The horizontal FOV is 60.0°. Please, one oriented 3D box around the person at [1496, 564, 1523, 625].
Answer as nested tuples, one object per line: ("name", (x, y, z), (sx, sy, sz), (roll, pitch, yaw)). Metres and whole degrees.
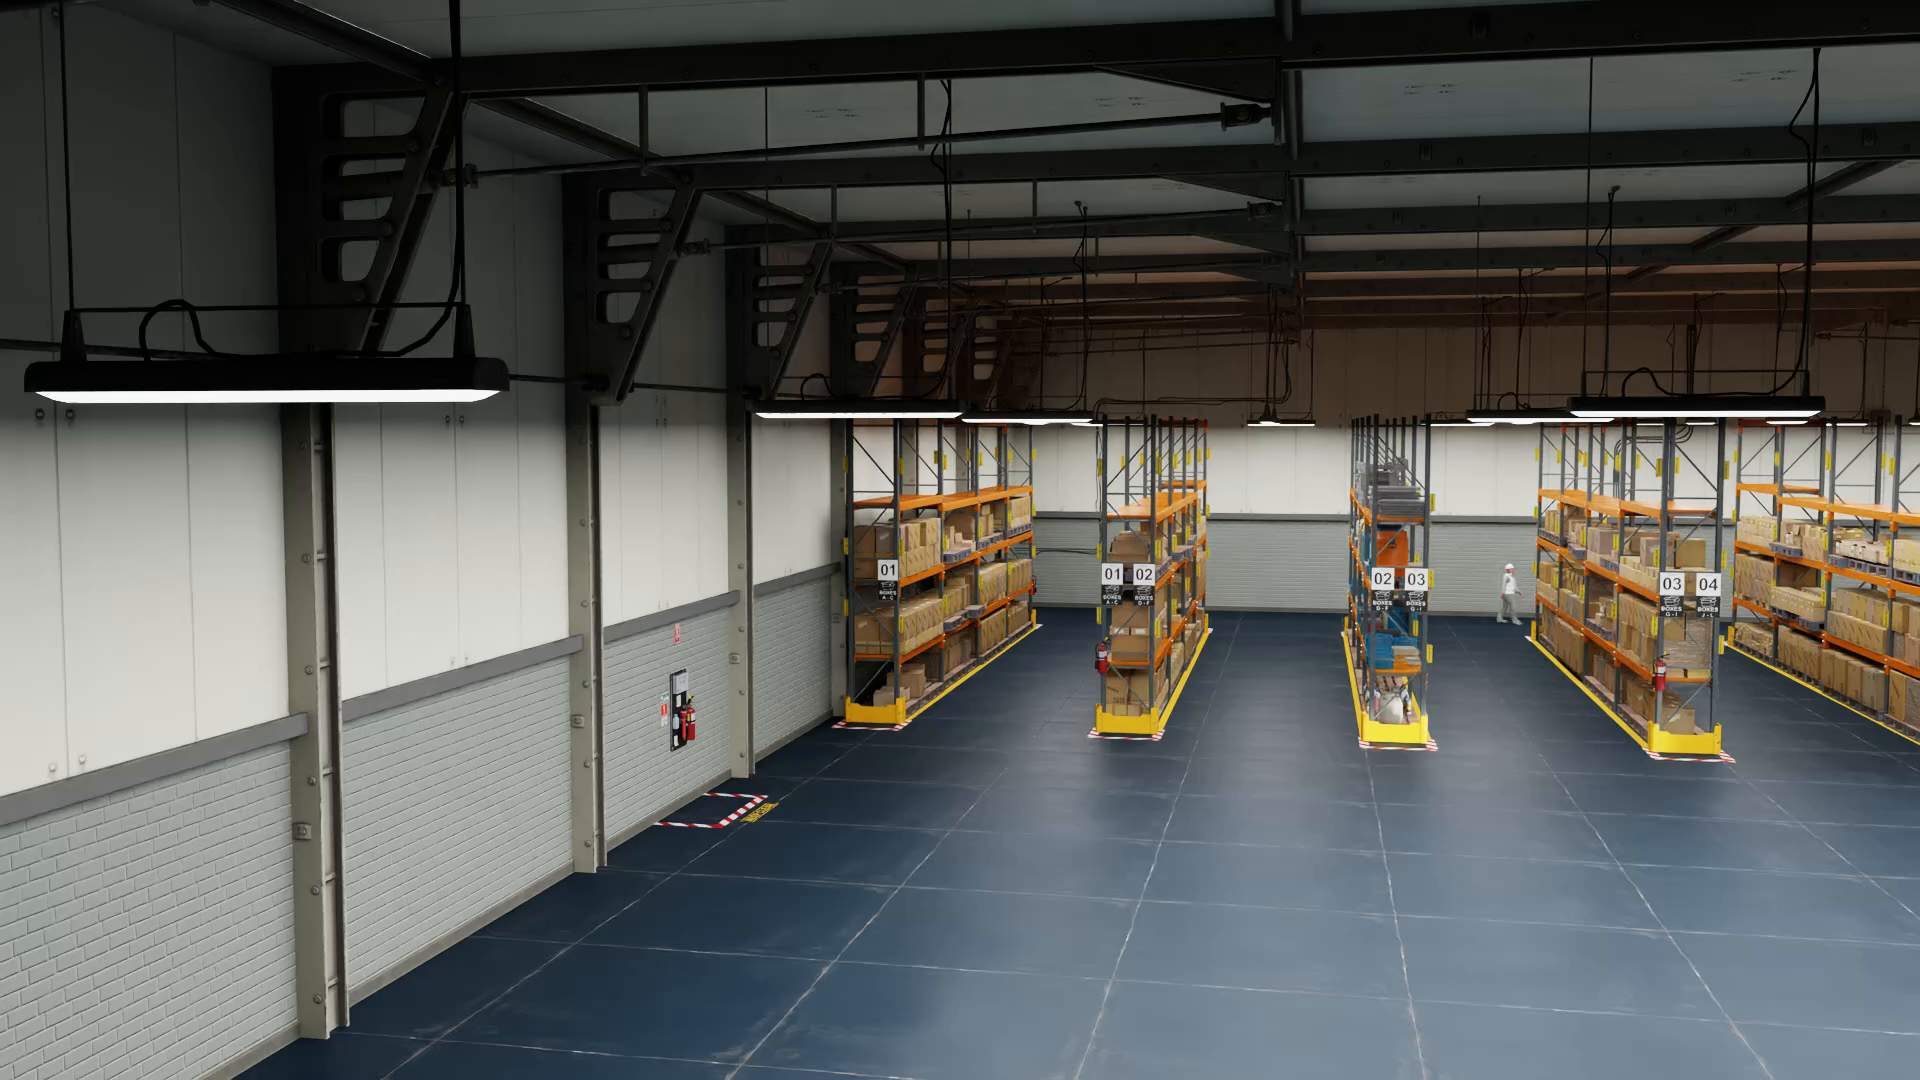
("person", (16.209, 1.588, 48.954), (0.776, 1.764, 0.558), (2, 4, 28))
